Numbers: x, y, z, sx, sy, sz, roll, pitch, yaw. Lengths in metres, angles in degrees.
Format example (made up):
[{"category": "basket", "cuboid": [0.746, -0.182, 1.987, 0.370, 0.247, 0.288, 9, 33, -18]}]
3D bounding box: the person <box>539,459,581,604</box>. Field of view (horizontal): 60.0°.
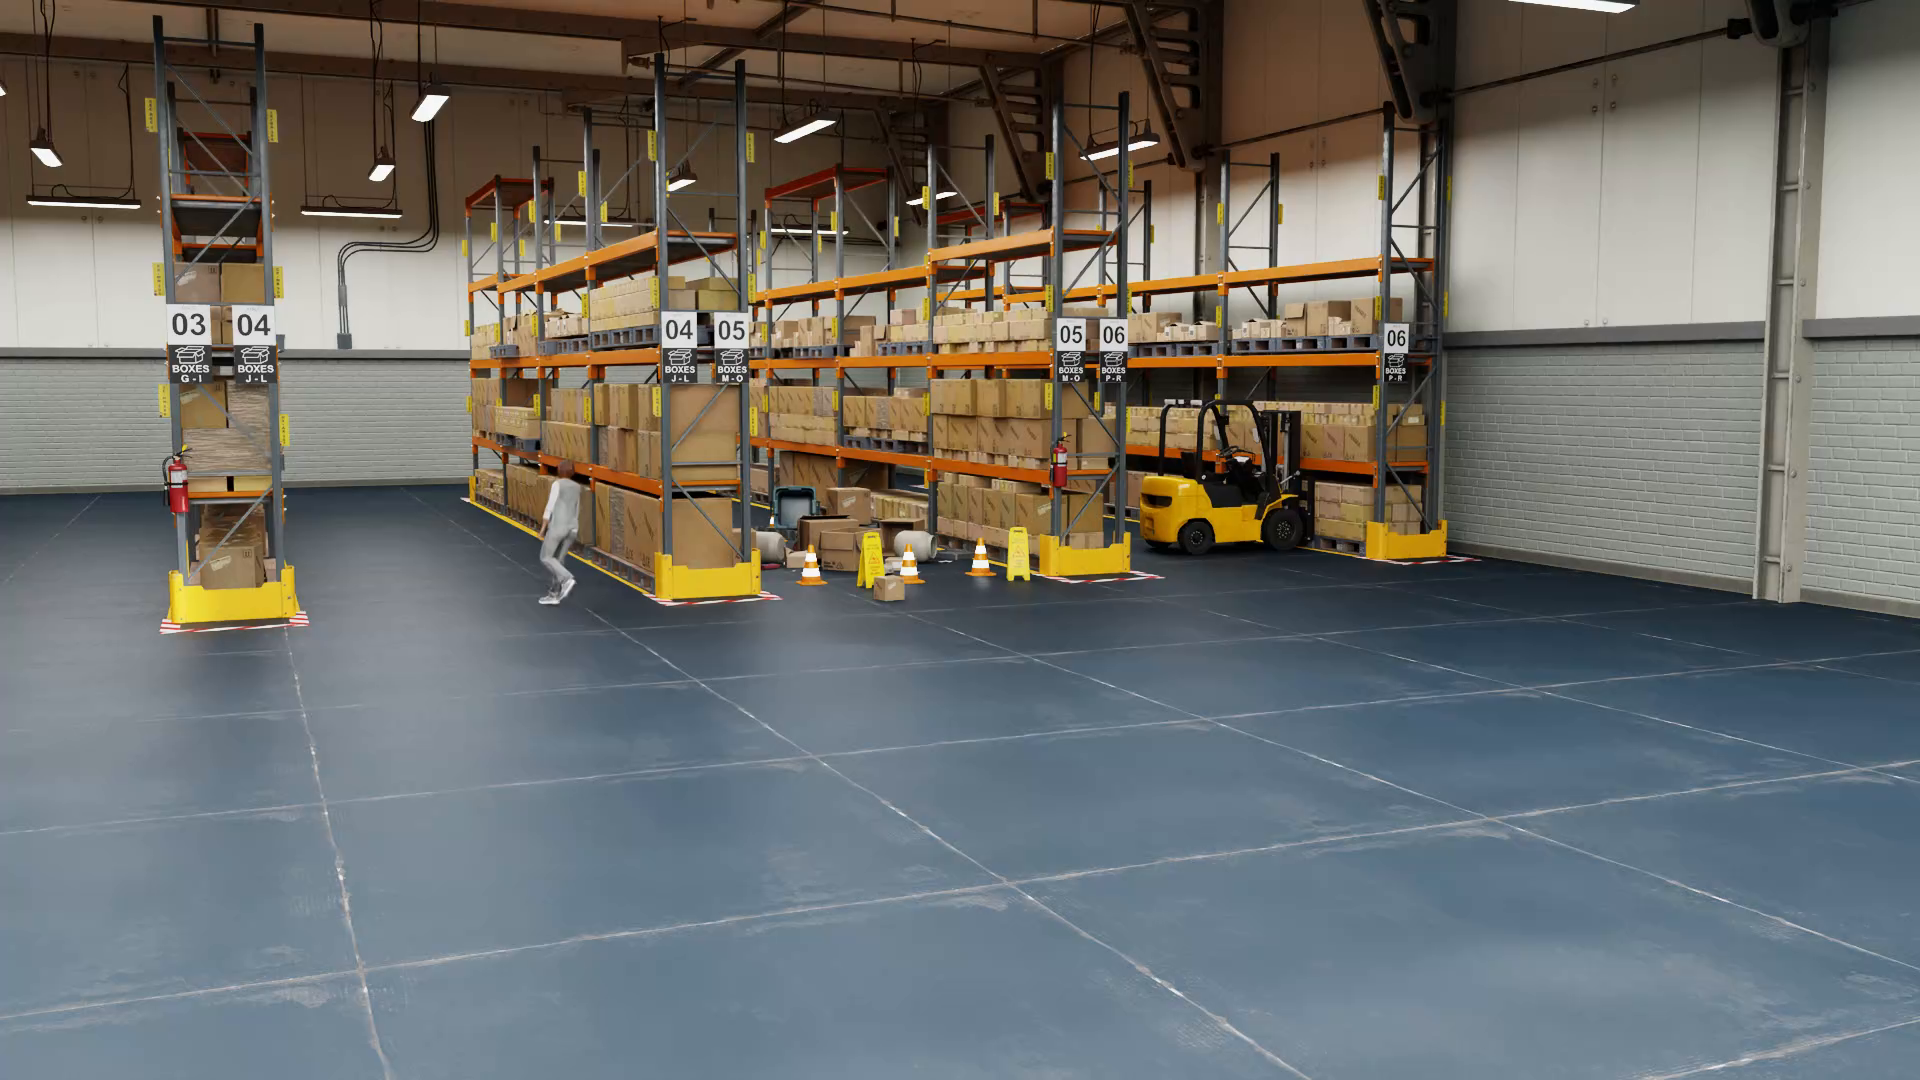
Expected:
[{"category": "person", "cuboid": [-4.290, -0.084, 17.976, 0.574, 1.571, 0.558, 4, 7, 34]}]
